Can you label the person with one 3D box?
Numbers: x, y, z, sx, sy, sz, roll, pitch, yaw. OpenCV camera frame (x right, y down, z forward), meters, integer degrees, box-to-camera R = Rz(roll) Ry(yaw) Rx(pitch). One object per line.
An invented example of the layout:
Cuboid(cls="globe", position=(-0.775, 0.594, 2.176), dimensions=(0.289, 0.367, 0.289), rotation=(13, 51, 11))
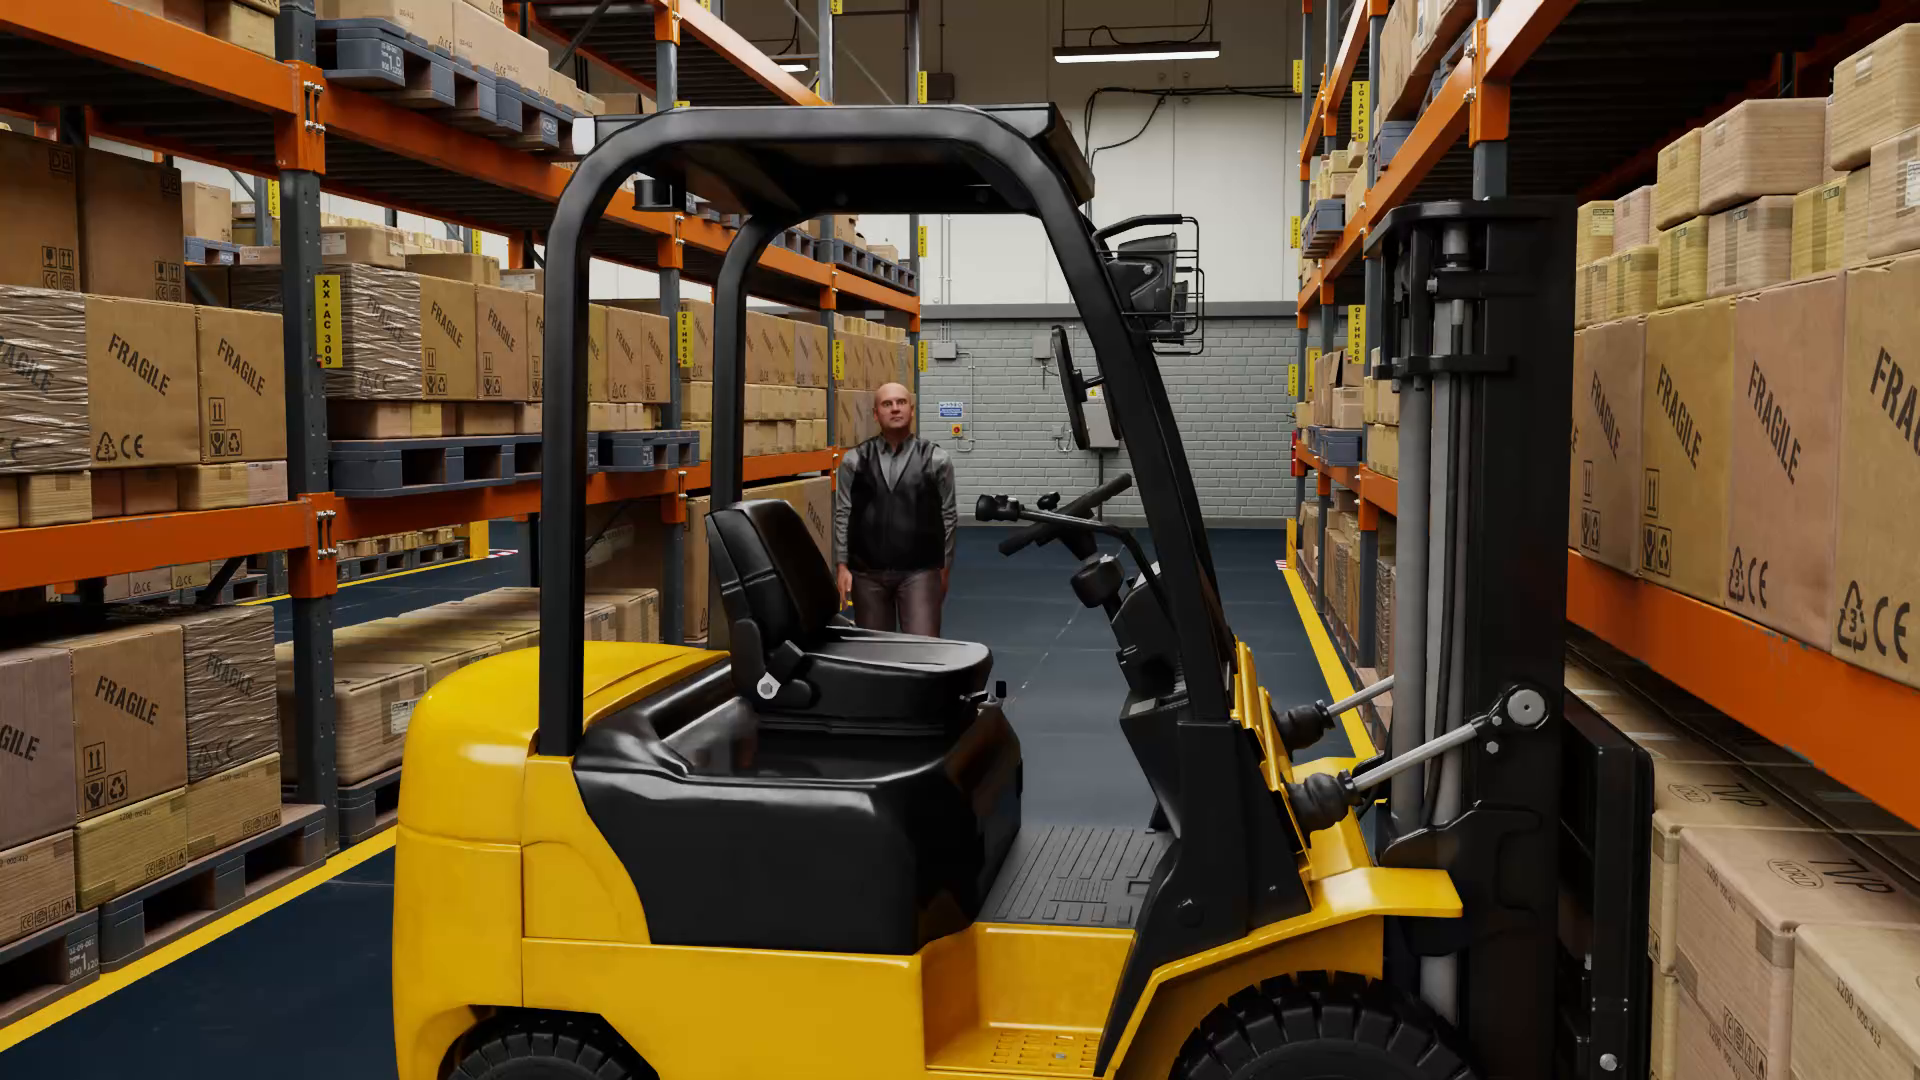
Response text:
Cuboid(cls="person", position=(-0.292, 0.193, 7.297), dimensions=(0.536, 1.761, 0.482), rotation=(0, 4, 6))
